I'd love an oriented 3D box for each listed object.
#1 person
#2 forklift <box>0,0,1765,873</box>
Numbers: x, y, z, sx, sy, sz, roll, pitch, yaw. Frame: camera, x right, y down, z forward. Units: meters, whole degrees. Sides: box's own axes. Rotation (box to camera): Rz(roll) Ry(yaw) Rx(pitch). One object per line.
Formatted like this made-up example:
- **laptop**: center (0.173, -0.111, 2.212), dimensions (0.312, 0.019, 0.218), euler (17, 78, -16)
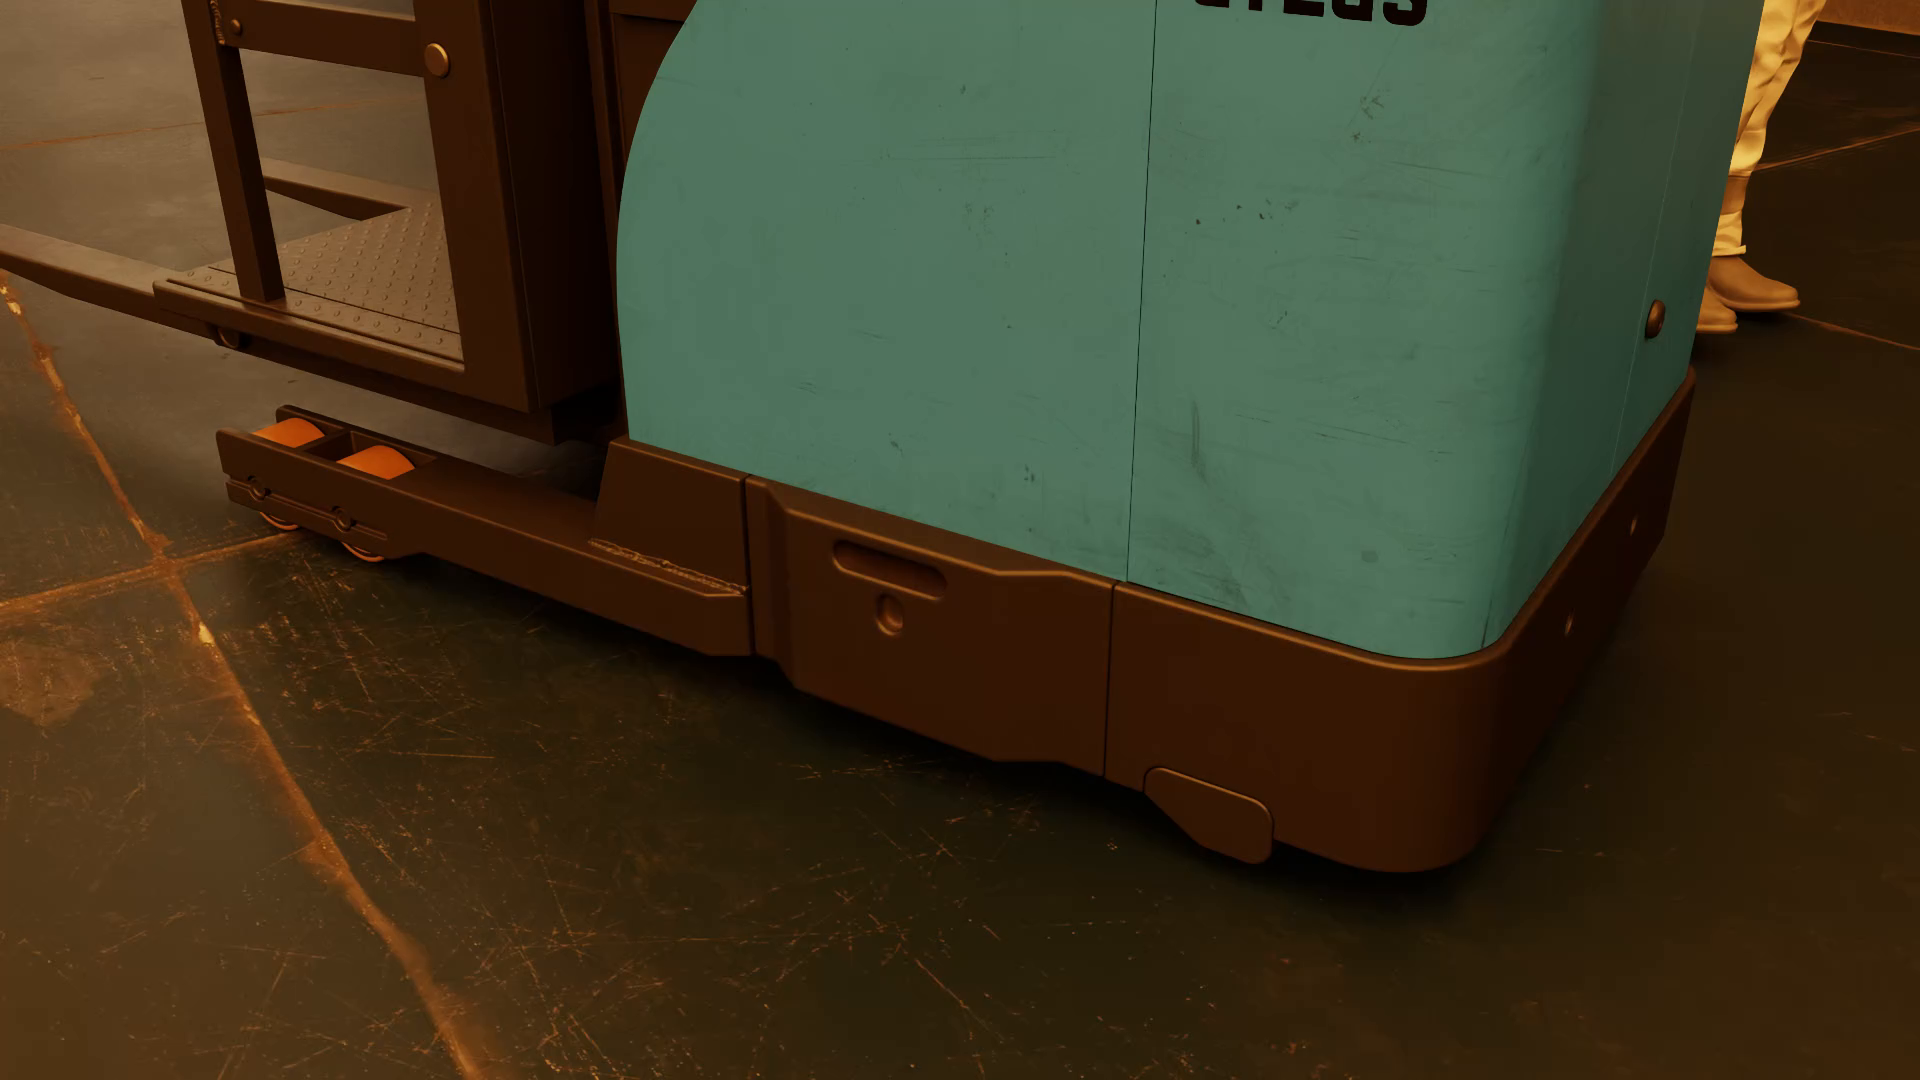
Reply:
- **person**: center (1.567, -1.295, 3.070), dimensions (0.638, 1.788, 0.560), euler (-11, 29, -21)
- **forklift**: center (-0.511, -1.459, 2.139), dimensions (3.031, 2.935, 1.130), euler (16, 31, 29)
